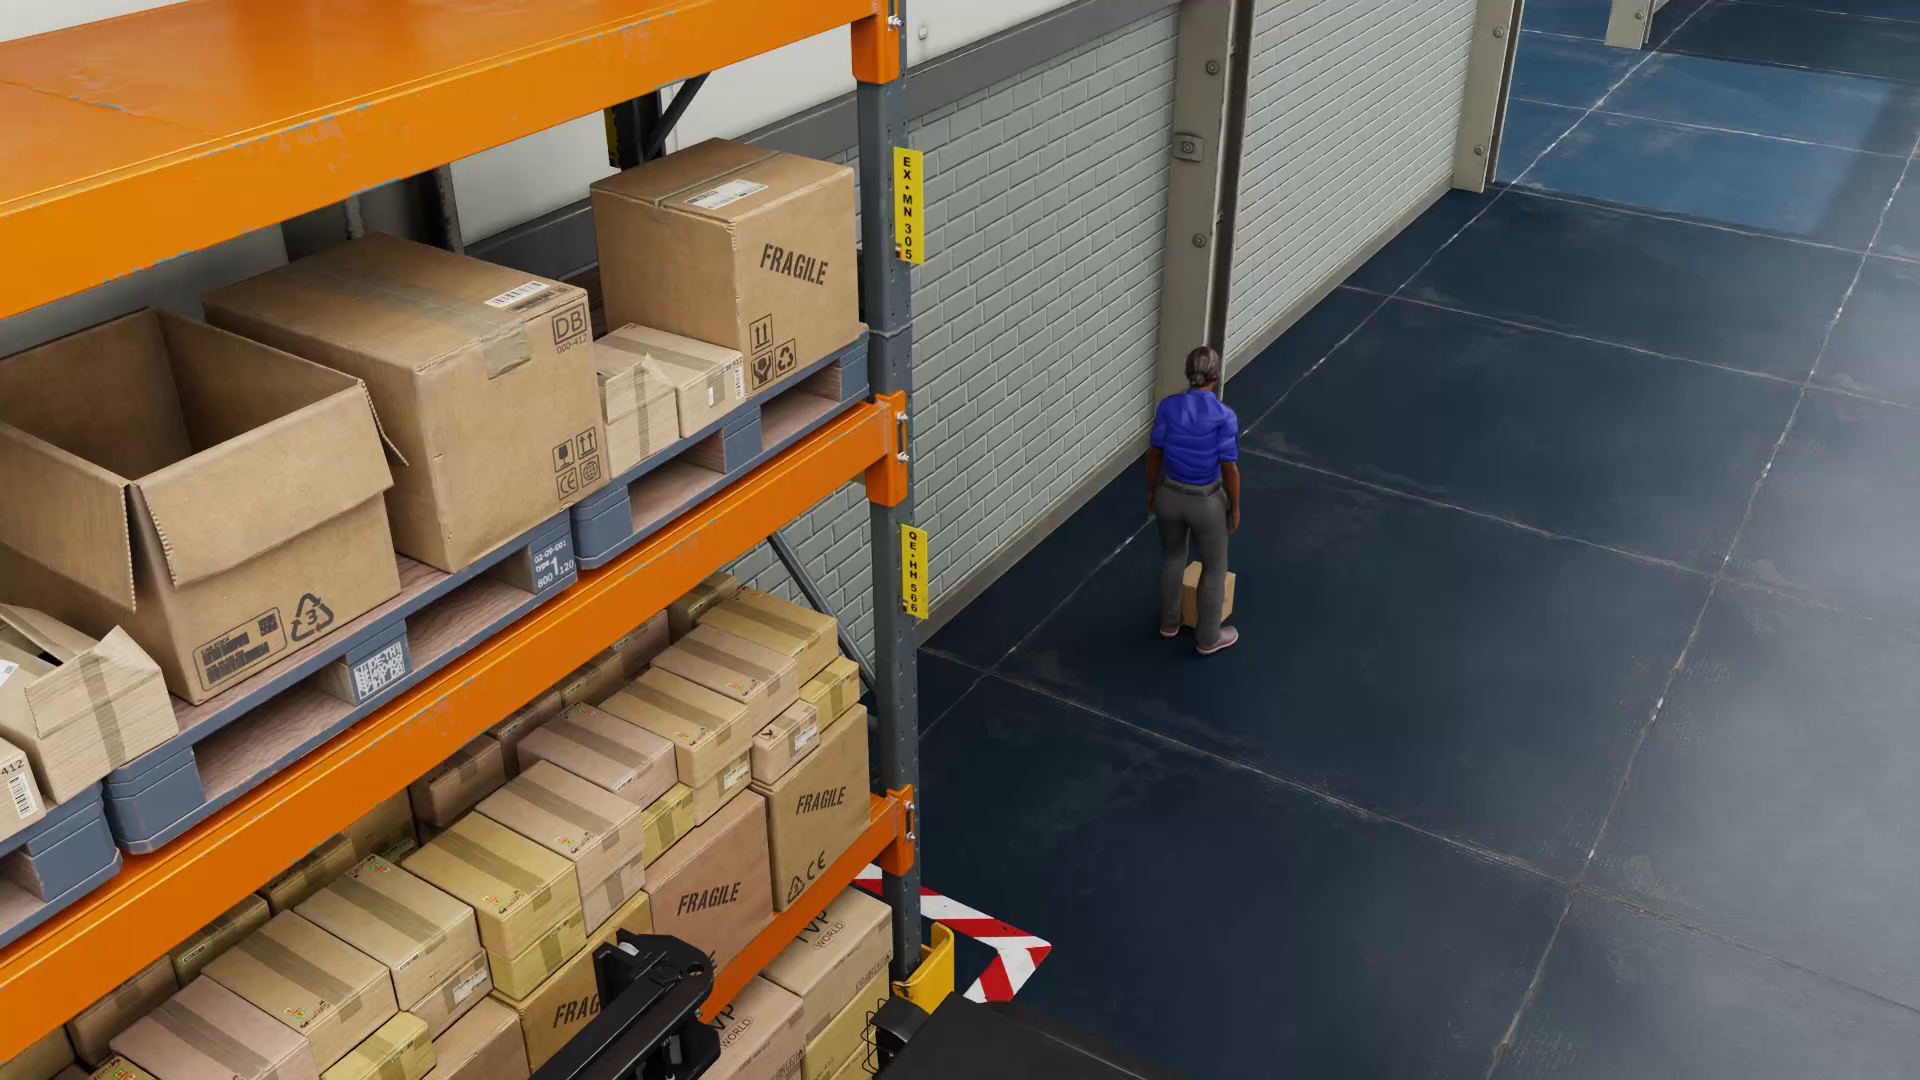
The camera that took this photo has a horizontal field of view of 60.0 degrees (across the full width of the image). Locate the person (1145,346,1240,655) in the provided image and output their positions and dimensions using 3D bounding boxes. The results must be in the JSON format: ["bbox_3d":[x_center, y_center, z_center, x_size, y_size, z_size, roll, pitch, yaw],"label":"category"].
[{"bbox_3d":[1.207,-0.205,8.482,0.531,1.654,0.402,16,34,24],"label":"person"}]
